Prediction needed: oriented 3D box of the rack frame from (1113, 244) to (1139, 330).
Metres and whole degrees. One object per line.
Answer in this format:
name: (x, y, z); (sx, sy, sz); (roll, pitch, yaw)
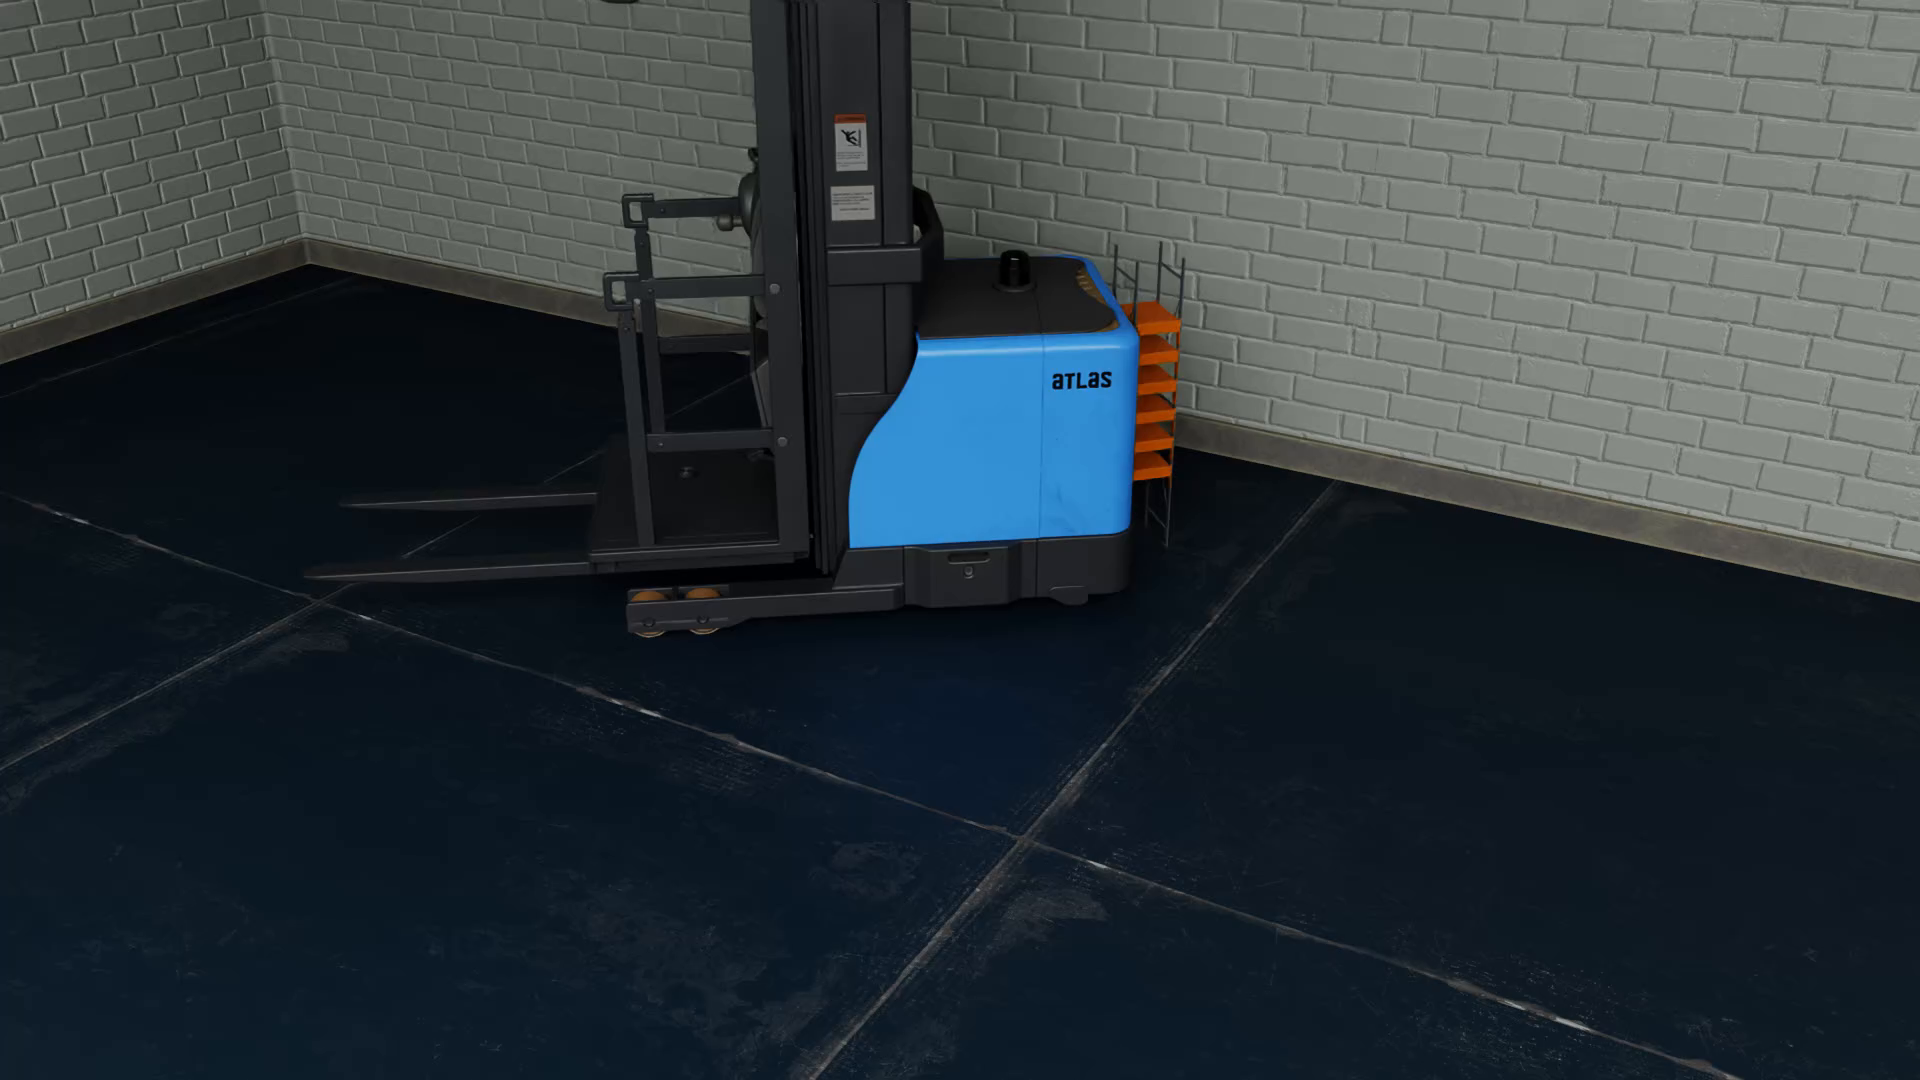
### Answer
rack frame: (0.623, -0.533, 6.475); (0.006, 1.200, 0.240); (-7, 28, -14)

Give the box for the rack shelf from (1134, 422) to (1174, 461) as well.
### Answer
rack shelf: (0.711, -0.398, 6.571); (0.180, 0.103, 0.258); (-7, 28, -14)

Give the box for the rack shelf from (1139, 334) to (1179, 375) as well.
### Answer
rack shelf: (0.711, -0.720, 6.410); (0.180, 0.103, 0.258); (-7, 28, -14)

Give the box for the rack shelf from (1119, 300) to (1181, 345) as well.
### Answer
rack shelf: (0.711, -0.827, 6.356); (0.180, 0.103, 0.258); (-7, 28, -14)

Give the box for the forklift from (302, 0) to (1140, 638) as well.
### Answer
forklift: (-0.907, -1.207, 5.886); (3.031, 2.935, 1.130); (-3, 27, -6)

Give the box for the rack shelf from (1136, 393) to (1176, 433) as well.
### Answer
rack shelf: (0.711, -0.505, 6.518); (0.180, 0.103, 0.258); (-7, 28, -14)

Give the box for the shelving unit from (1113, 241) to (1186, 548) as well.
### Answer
shelving unit: (0.711, -0.545, 6.498); (0.189, 1.200, 0.258); (-7, 28, -14)

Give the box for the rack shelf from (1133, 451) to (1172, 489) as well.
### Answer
rack shelf: (0.711, -0.291, 6.625); (0.180, 0.103, 0.258); (-7, 28, -14)

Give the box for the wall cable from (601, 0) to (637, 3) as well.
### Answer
wall cable: (-2.713, -3.989, 8.135); (3.097, 2.526, 0.112); (14, 30, 26)

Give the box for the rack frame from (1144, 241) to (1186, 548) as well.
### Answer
rack frame: (0.799, -0.556, 6.520); (0.006, 1.200, 0.240); (-7, 28, -14)

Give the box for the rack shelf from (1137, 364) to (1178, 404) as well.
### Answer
rack shelf: (0.711, -0.612, 6.464); (0.180, 0.103, 0.258); (-7, 28, -14)
